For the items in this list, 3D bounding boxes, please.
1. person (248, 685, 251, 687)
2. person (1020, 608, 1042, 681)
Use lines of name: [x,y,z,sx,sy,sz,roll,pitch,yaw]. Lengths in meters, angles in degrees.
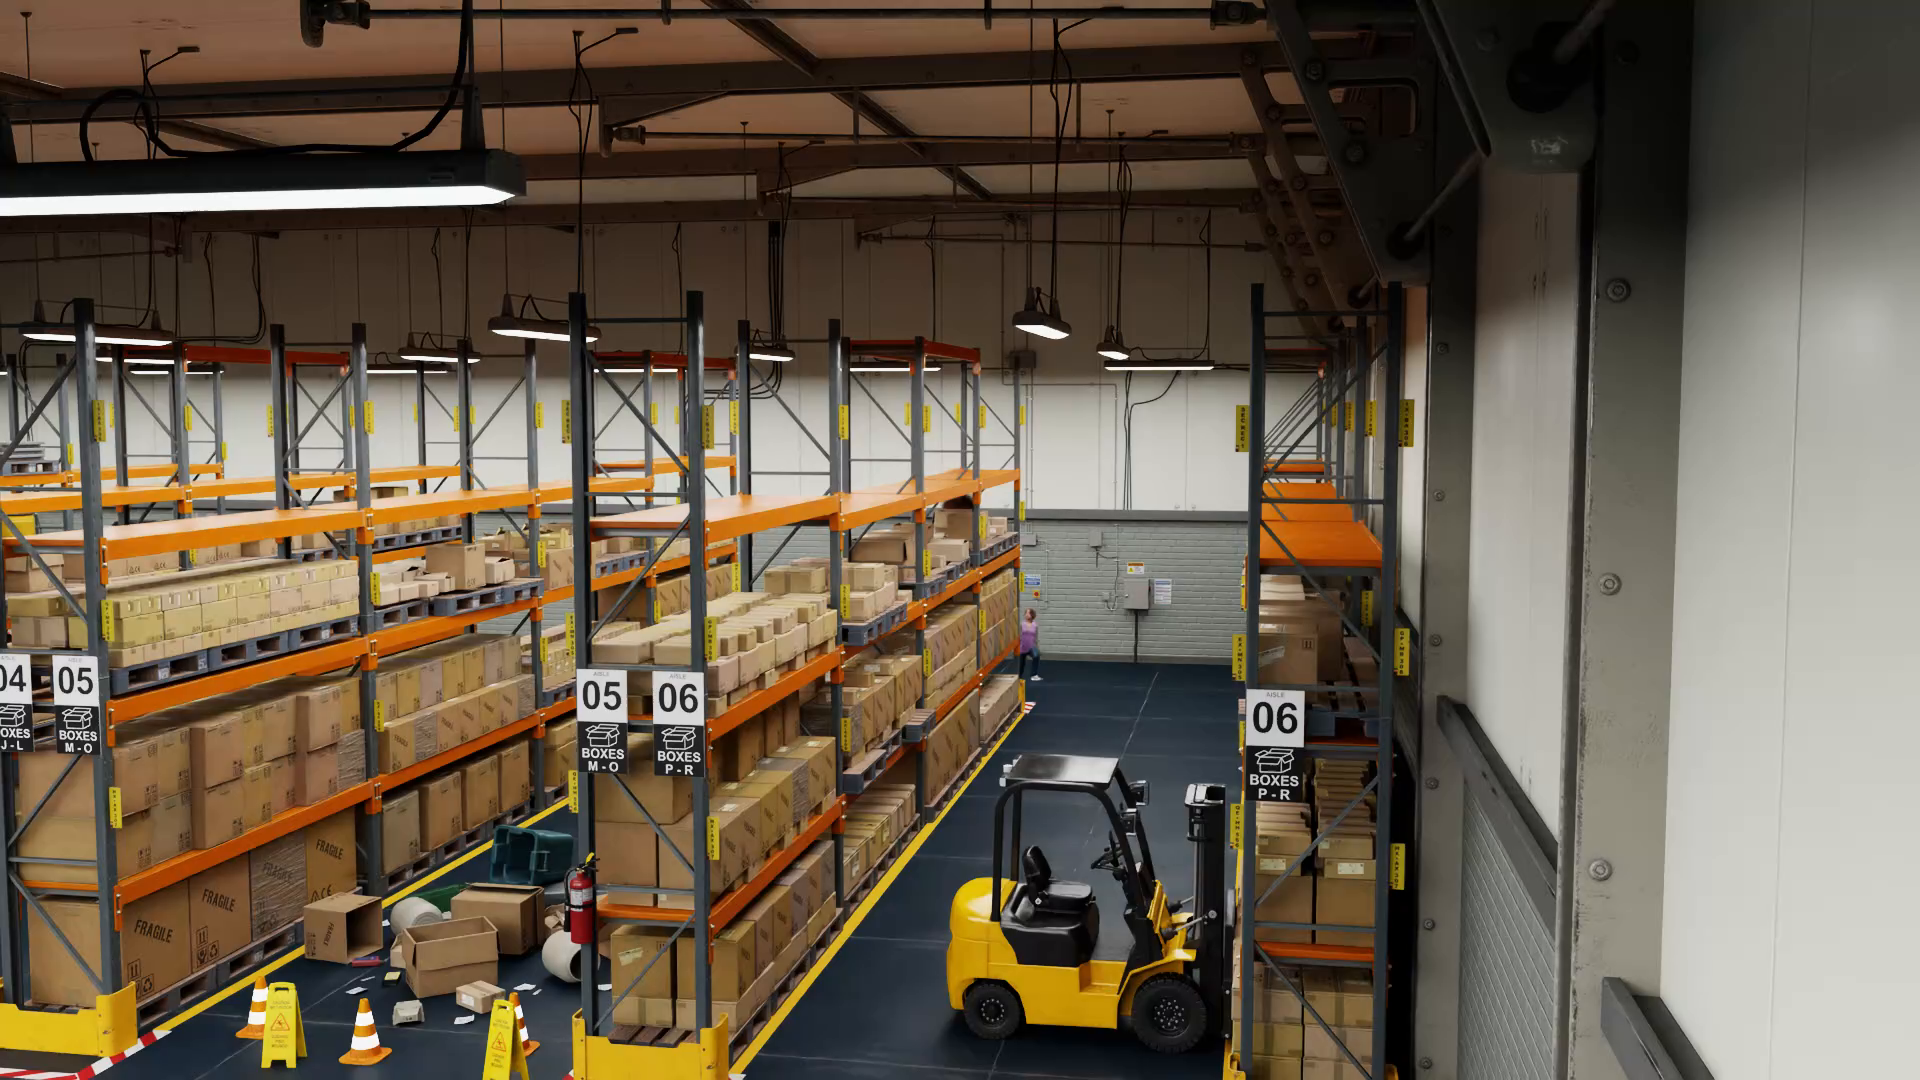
person: [-8.886,2.663,20.971,0.331,1.652,0.560,2,5,25]
person: [1.183,1.967,29.744,0.496,1.496,0.902,-1,5,-11]
